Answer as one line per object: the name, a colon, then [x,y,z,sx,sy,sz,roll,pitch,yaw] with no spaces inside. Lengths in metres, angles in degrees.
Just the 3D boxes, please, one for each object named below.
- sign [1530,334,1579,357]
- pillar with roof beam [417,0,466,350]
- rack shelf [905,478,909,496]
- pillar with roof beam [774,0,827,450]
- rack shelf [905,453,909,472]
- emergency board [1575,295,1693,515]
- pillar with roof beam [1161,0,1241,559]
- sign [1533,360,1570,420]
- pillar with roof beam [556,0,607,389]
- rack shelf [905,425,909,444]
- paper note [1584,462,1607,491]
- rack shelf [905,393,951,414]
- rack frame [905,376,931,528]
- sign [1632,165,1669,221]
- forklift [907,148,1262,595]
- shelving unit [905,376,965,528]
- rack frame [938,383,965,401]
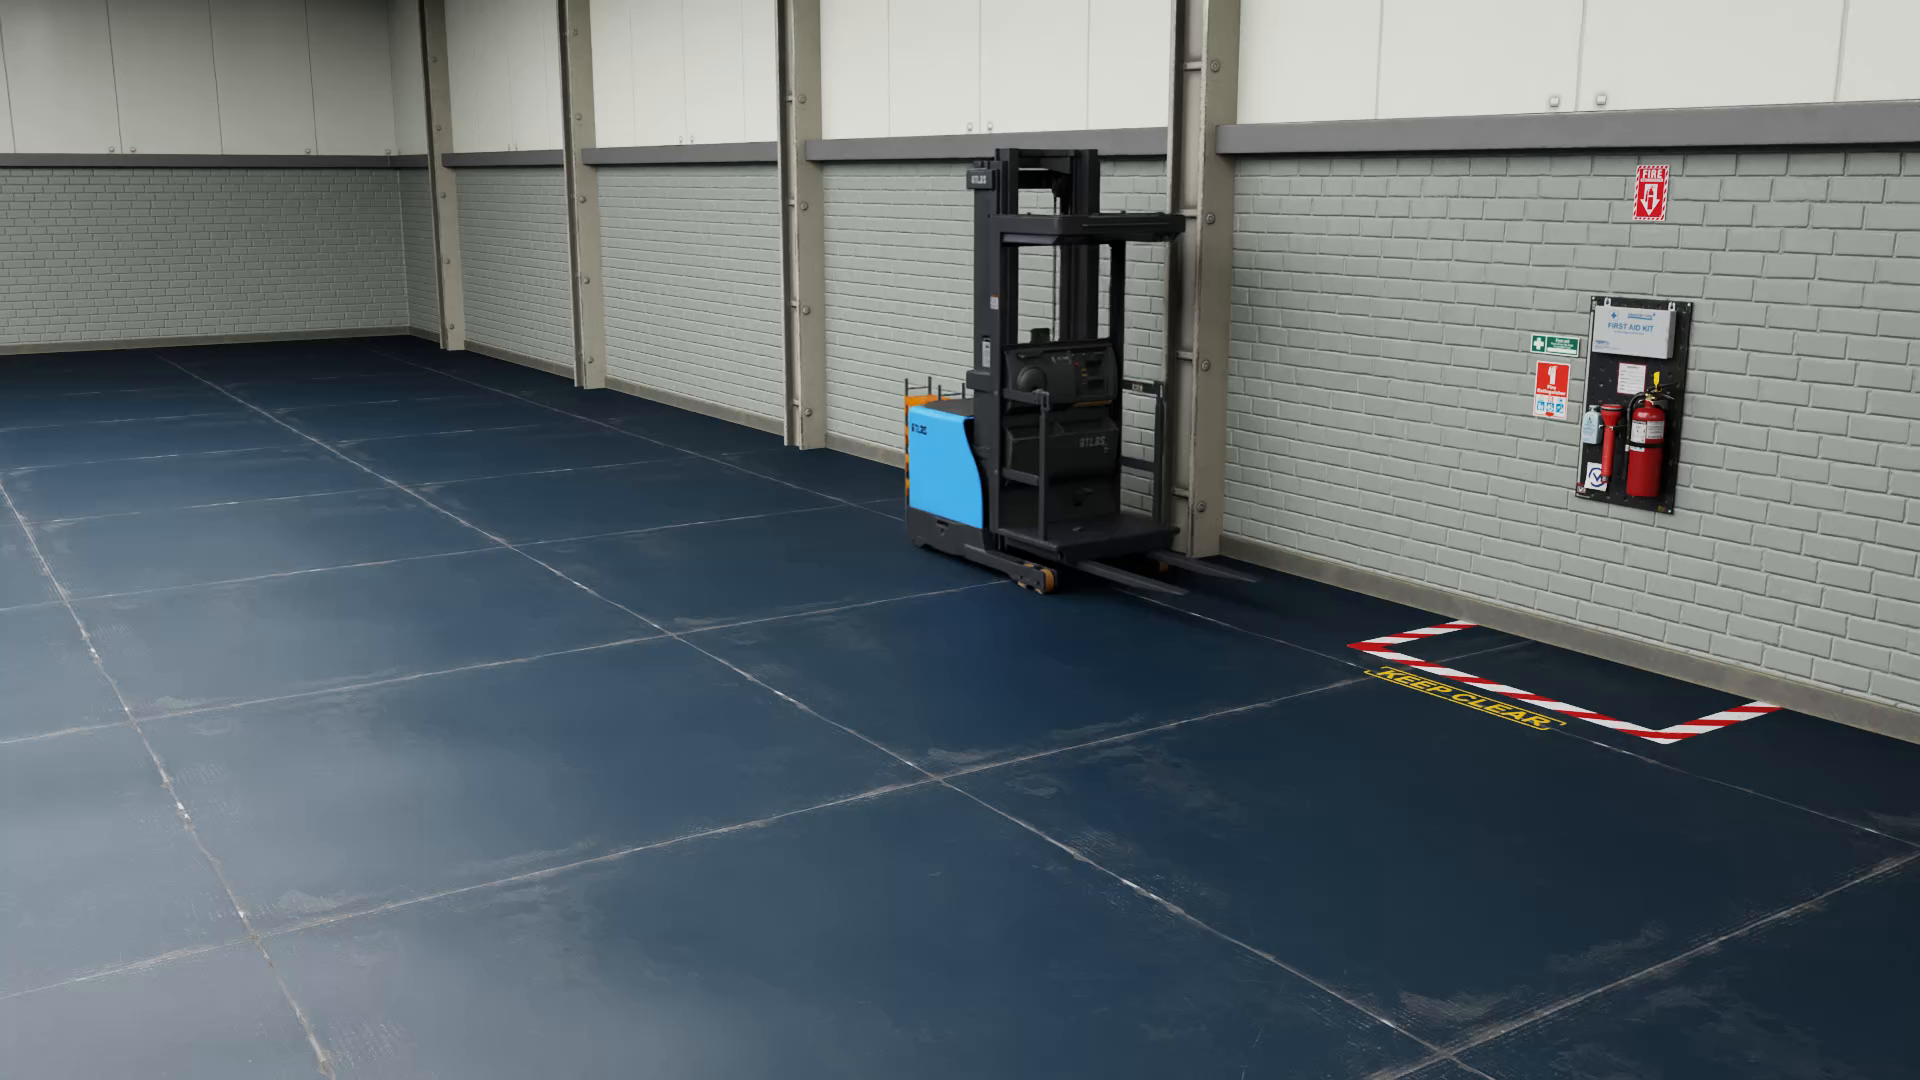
sign: [3.480,-1.141,9.732,0.001,0.109,0.331,-8,15,-33]
pillar with roof beam: [-11.838,-7.001,23.812,9.100,9.000,0.400,-8,15,-33]
rack shelf: [-0.198,-0.392,13.092,0.258,0.148,0.480,-8,15,-32]
pillar with roof beam: [-5.190,-4.867,14.053,9.100,9.000,0.400,-8,15,-33]
rack shelf: [-0.198,-0.586,13.050,0.258,0.148,0.480,-8,15,-32]
emergency board: [3.705,-0.756,9.295,0.194,1.169,0.643,-8,15,-33]
pillar with roof beam: [-1.866,-3.800,9.174,9.100,9.000,0.400,-8,15,-33]
sign: [3.485,-0.884,9.797,0.001,0.329,0.234,-8,15,-33]
pillar with roof beam: [-8.514,-5.934,18.933,9.100,9.000,0.400,-8,15,-33]
rack shelf: [-0.198,-0.805,13.002,0.258,0.148,0.480,-8,15,-32]
paper note: [3.664,-0.365,9.571,0.016,0.148,0.142,-8,15,-33]
rack shelf: [-0.198,-1.036,12.951,0.258,0.148,0.480,-8,15,-32]
rack frame: [-0.331,-0.696,13.235,0.240,1.200,0.015,-8,15,-32]
sign: [3.784,-1.901,9.108,0.001,0.298,0.199,-8,15,-33]
forklift: [0.827,-1.187,11.428,1.130,2.935,3.031,-8,15,-32]
shelving unit: [-0.198,-0.652,13.035,0.258,1.200,0.503,-8,15,-32]
rack frame: [-0.064,-0.609,12.836,0.240,1.200,0.015,-8,15,-32]
